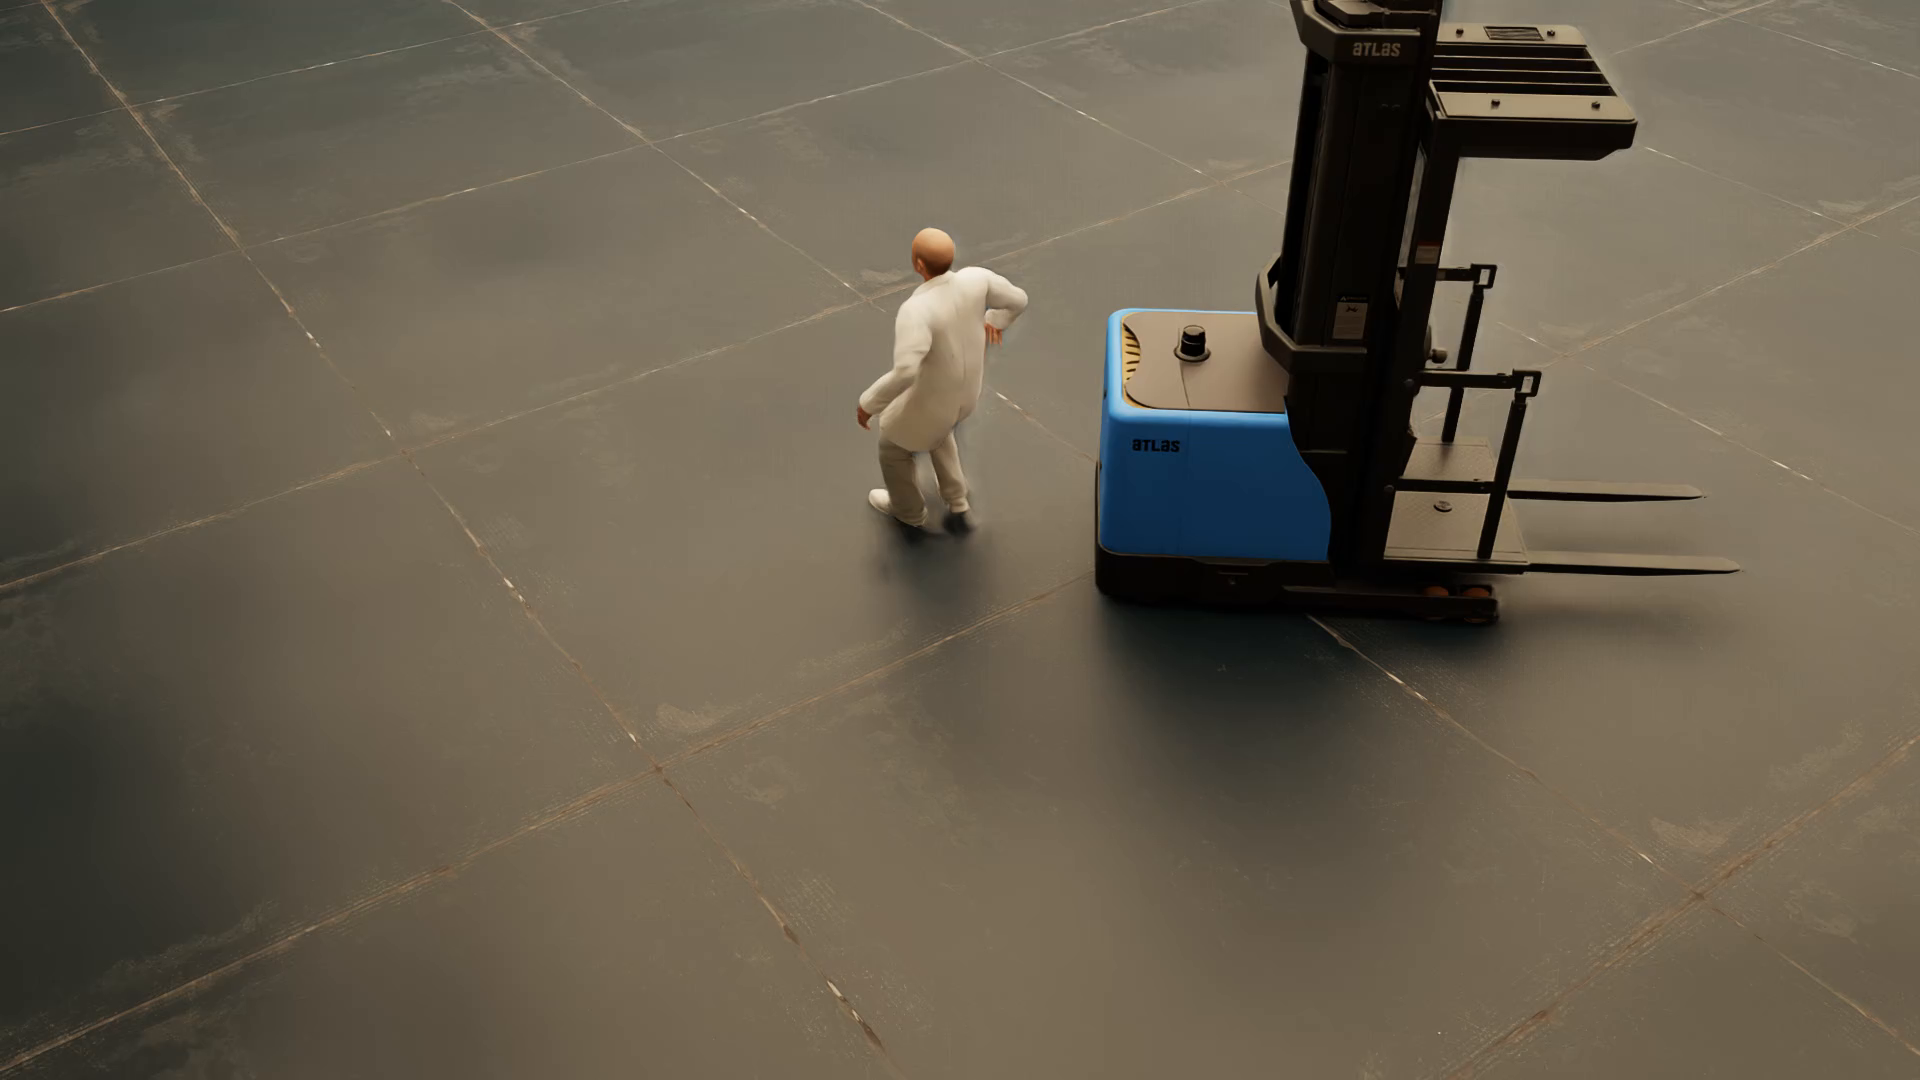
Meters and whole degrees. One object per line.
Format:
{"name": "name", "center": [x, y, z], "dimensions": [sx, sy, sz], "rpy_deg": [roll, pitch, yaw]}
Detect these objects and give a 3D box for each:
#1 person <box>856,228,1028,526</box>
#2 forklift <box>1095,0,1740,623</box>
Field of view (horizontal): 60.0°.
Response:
{"name": "person", "center": [-0.172, -0.760, 8.040], "dimensions": [0.979, 1.736, 0.719], "rpy_deg": [-26, 44, -31]}
{"name": "forklift", "center": [2.192, -1.115, 7.453], "dimensions": [3.031, 2.935, 1.130], "rpy_deg": [2, 37, 3]}
